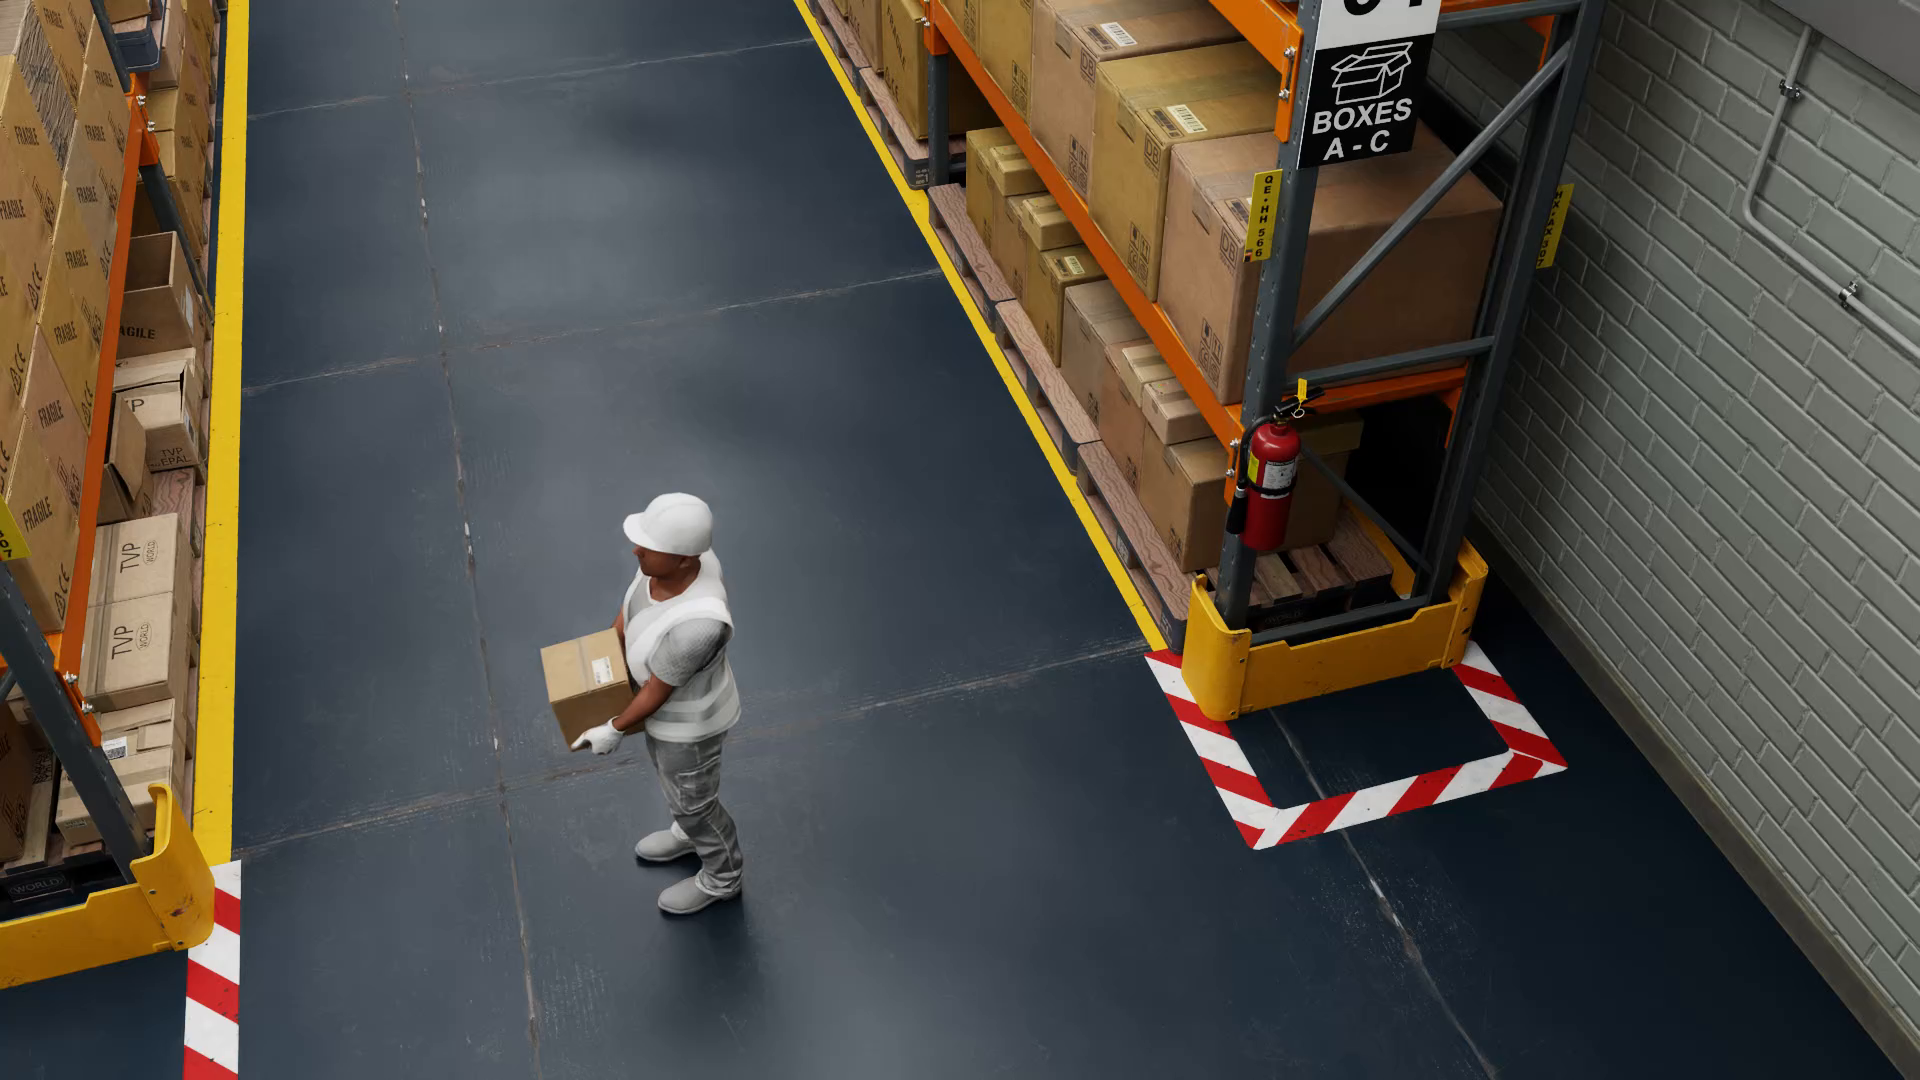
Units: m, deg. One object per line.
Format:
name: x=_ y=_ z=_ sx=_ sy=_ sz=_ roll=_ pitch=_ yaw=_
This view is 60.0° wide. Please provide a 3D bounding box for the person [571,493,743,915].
person: x=-1.009 y=0.568 z=5.512 sx=0.573 sy=1.782 sz=0.493 roll=-12 pitch=43 yaw=-13
